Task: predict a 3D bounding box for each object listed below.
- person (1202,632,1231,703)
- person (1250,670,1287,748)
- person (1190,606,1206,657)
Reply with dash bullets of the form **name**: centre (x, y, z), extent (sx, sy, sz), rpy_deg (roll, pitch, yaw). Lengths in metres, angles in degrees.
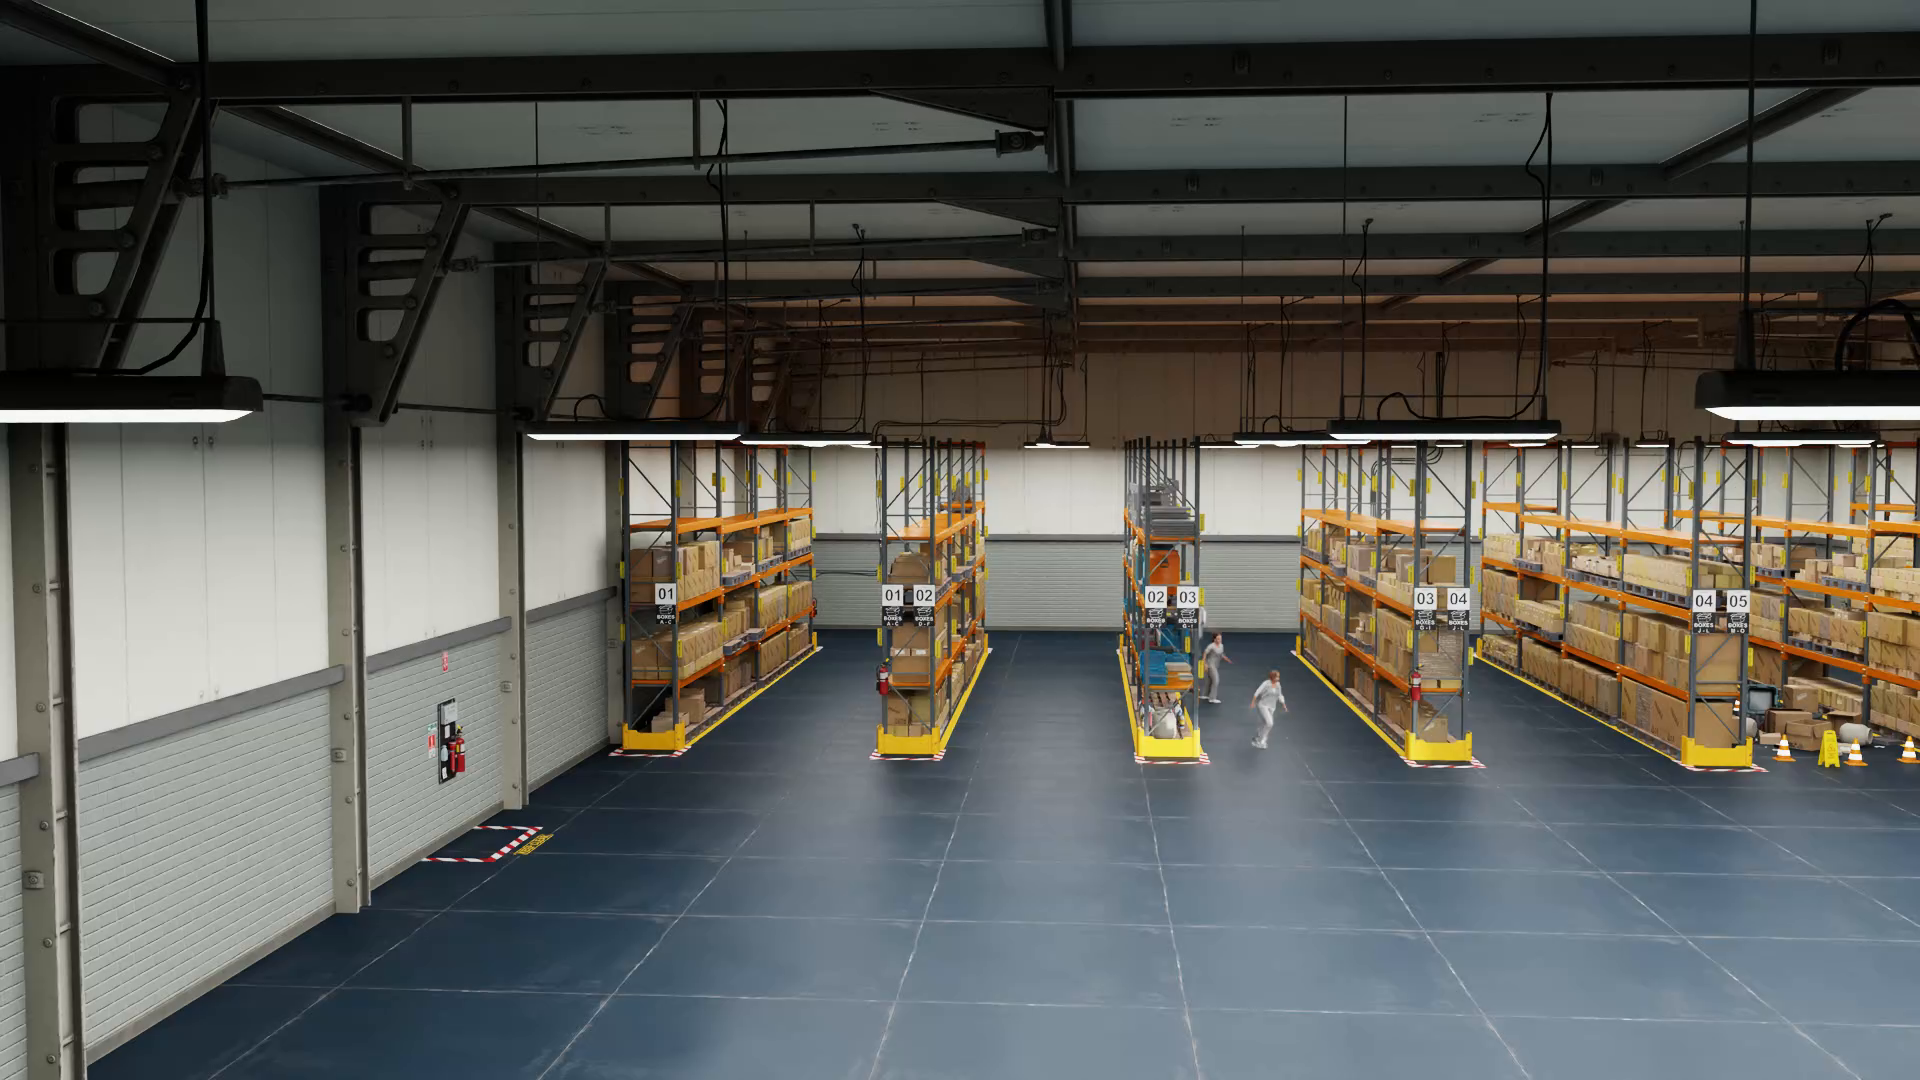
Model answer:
- **person**: centre (5.812, 2.897, 37.970), extent (0.811, 1.609, 0.648), rpy_deg (3, 4, 40)
- **person**: centre (5.925, 3.236, 31.887), extent (0.477, 1.533, 0.757), rpy_deg (-2, 4, -30)
- **person**: centre (6.600, 2.401, 46.413), extent (0.596, 1.738, 0.809), rpy_deg (0, 3, -3)
